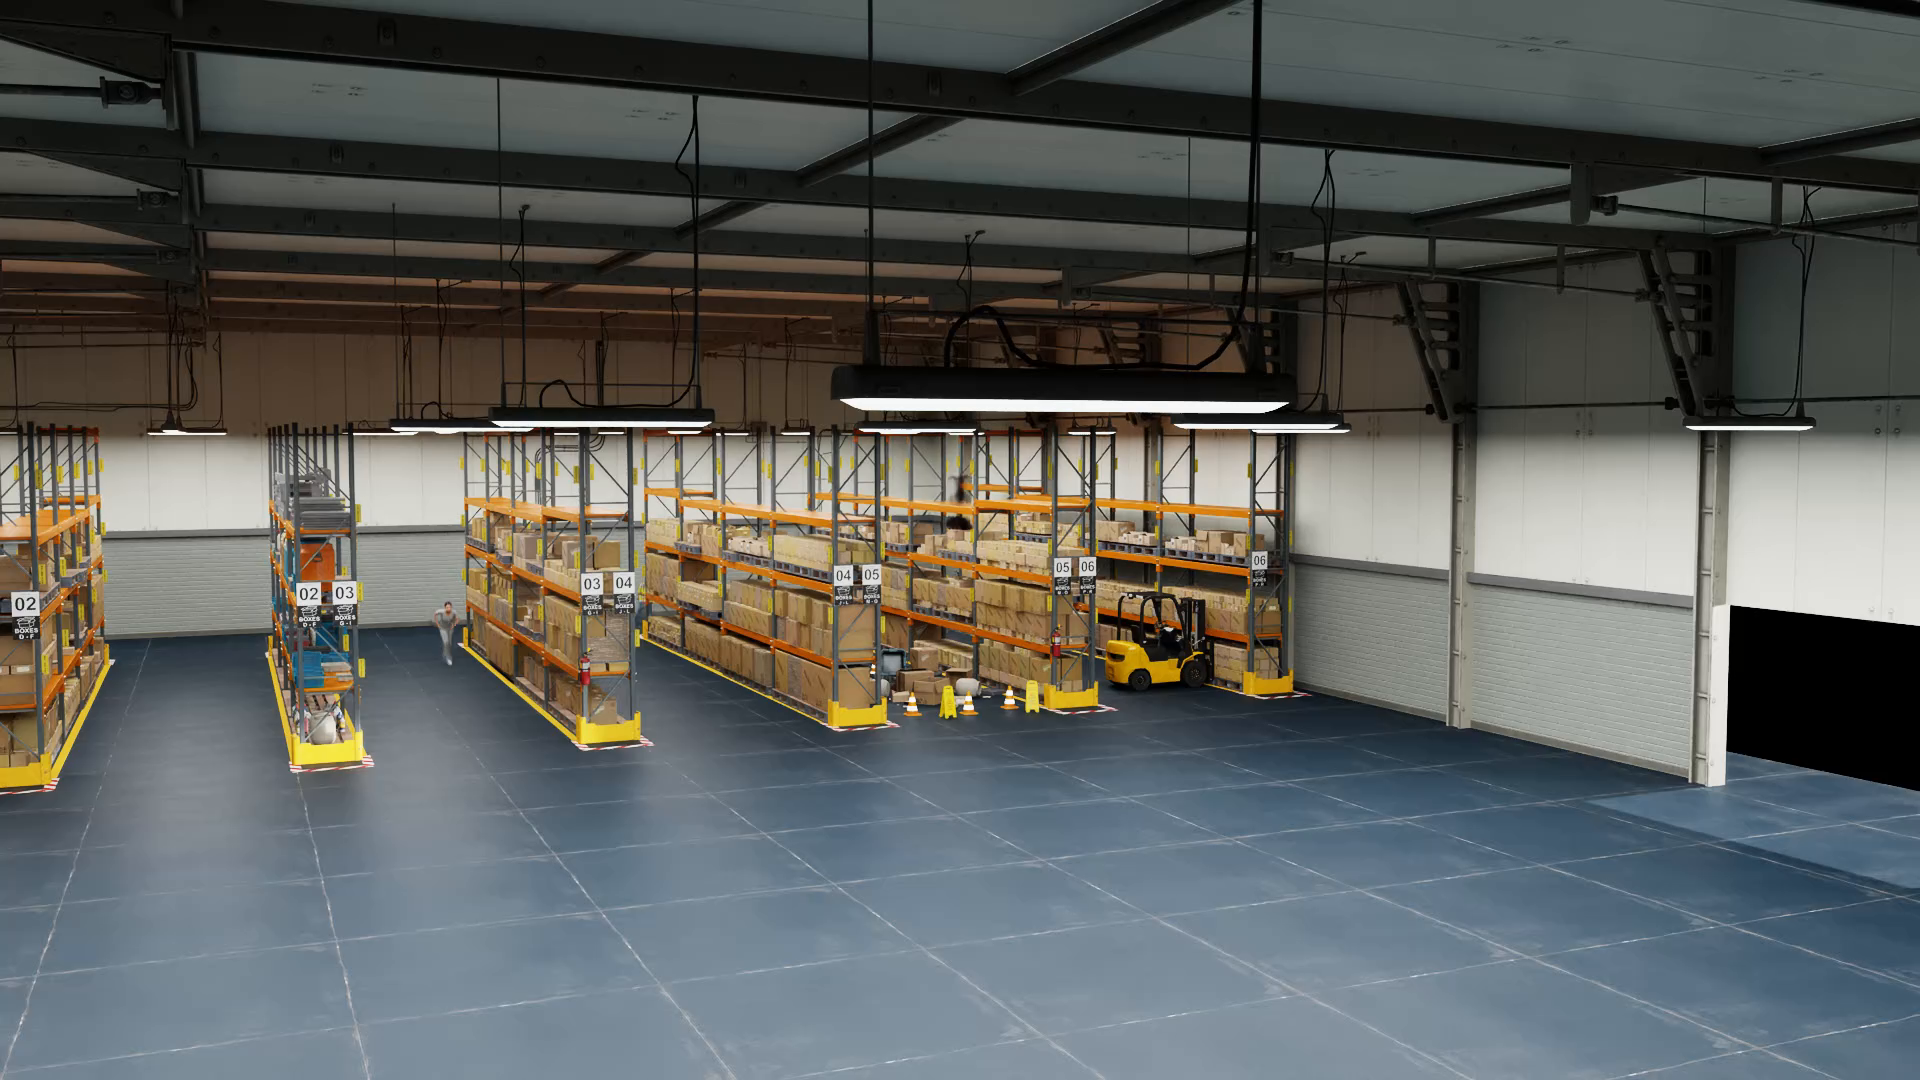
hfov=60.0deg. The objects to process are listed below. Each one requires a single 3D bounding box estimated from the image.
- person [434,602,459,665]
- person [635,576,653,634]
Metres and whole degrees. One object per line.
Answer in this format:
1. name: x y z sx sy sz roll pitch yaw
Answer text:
1. person: -13.103 2.353 42.465 0.603 1.625 1.003 -1 4 -20
2. person: -9.244 1.867 48.790 0.676 1.817 0.756 2 4 33
